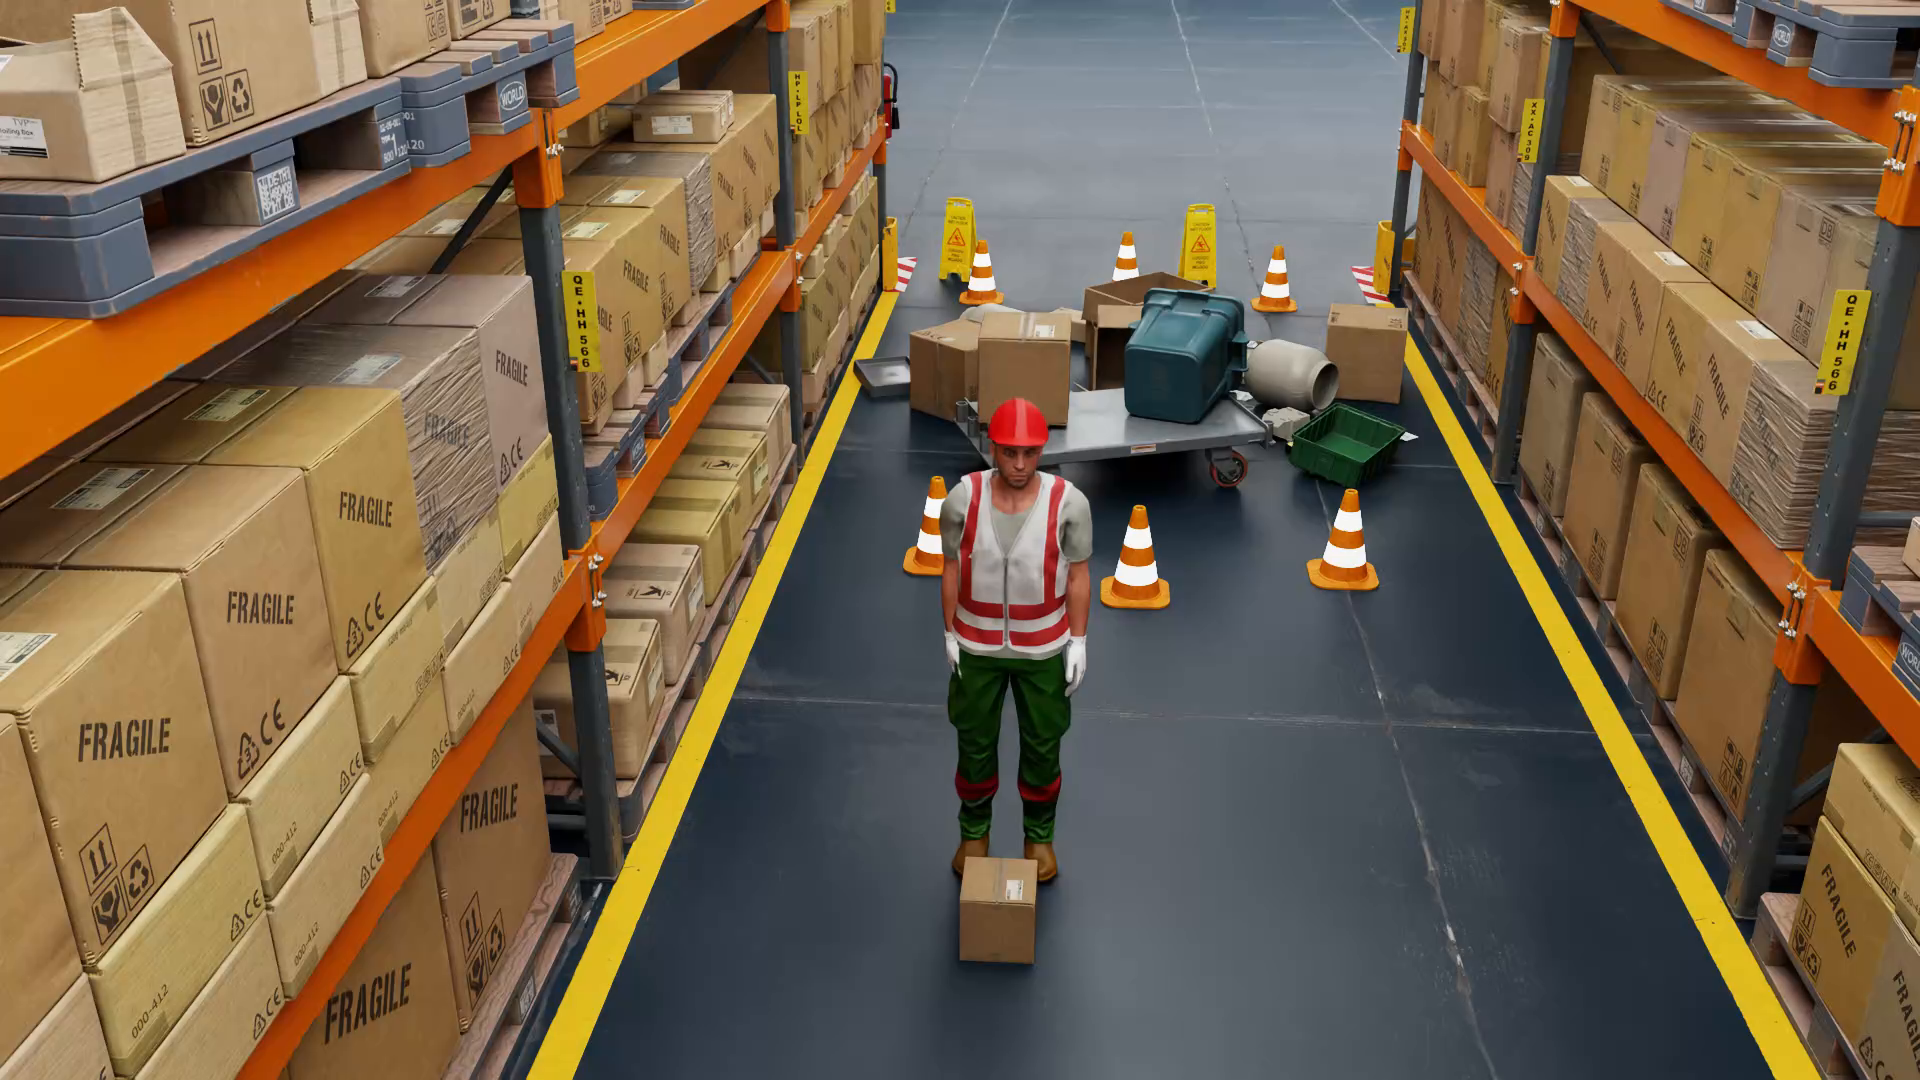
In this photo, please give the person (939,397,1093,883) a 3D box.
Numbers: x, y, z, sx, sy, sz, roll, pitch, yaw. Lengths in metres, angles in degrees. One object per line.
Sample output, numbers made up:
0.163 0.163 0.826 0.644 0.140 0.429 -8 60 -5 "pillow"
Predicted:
0.186 0.361 5.777 0.525 1.786 0.339 2 24 5 "person"
